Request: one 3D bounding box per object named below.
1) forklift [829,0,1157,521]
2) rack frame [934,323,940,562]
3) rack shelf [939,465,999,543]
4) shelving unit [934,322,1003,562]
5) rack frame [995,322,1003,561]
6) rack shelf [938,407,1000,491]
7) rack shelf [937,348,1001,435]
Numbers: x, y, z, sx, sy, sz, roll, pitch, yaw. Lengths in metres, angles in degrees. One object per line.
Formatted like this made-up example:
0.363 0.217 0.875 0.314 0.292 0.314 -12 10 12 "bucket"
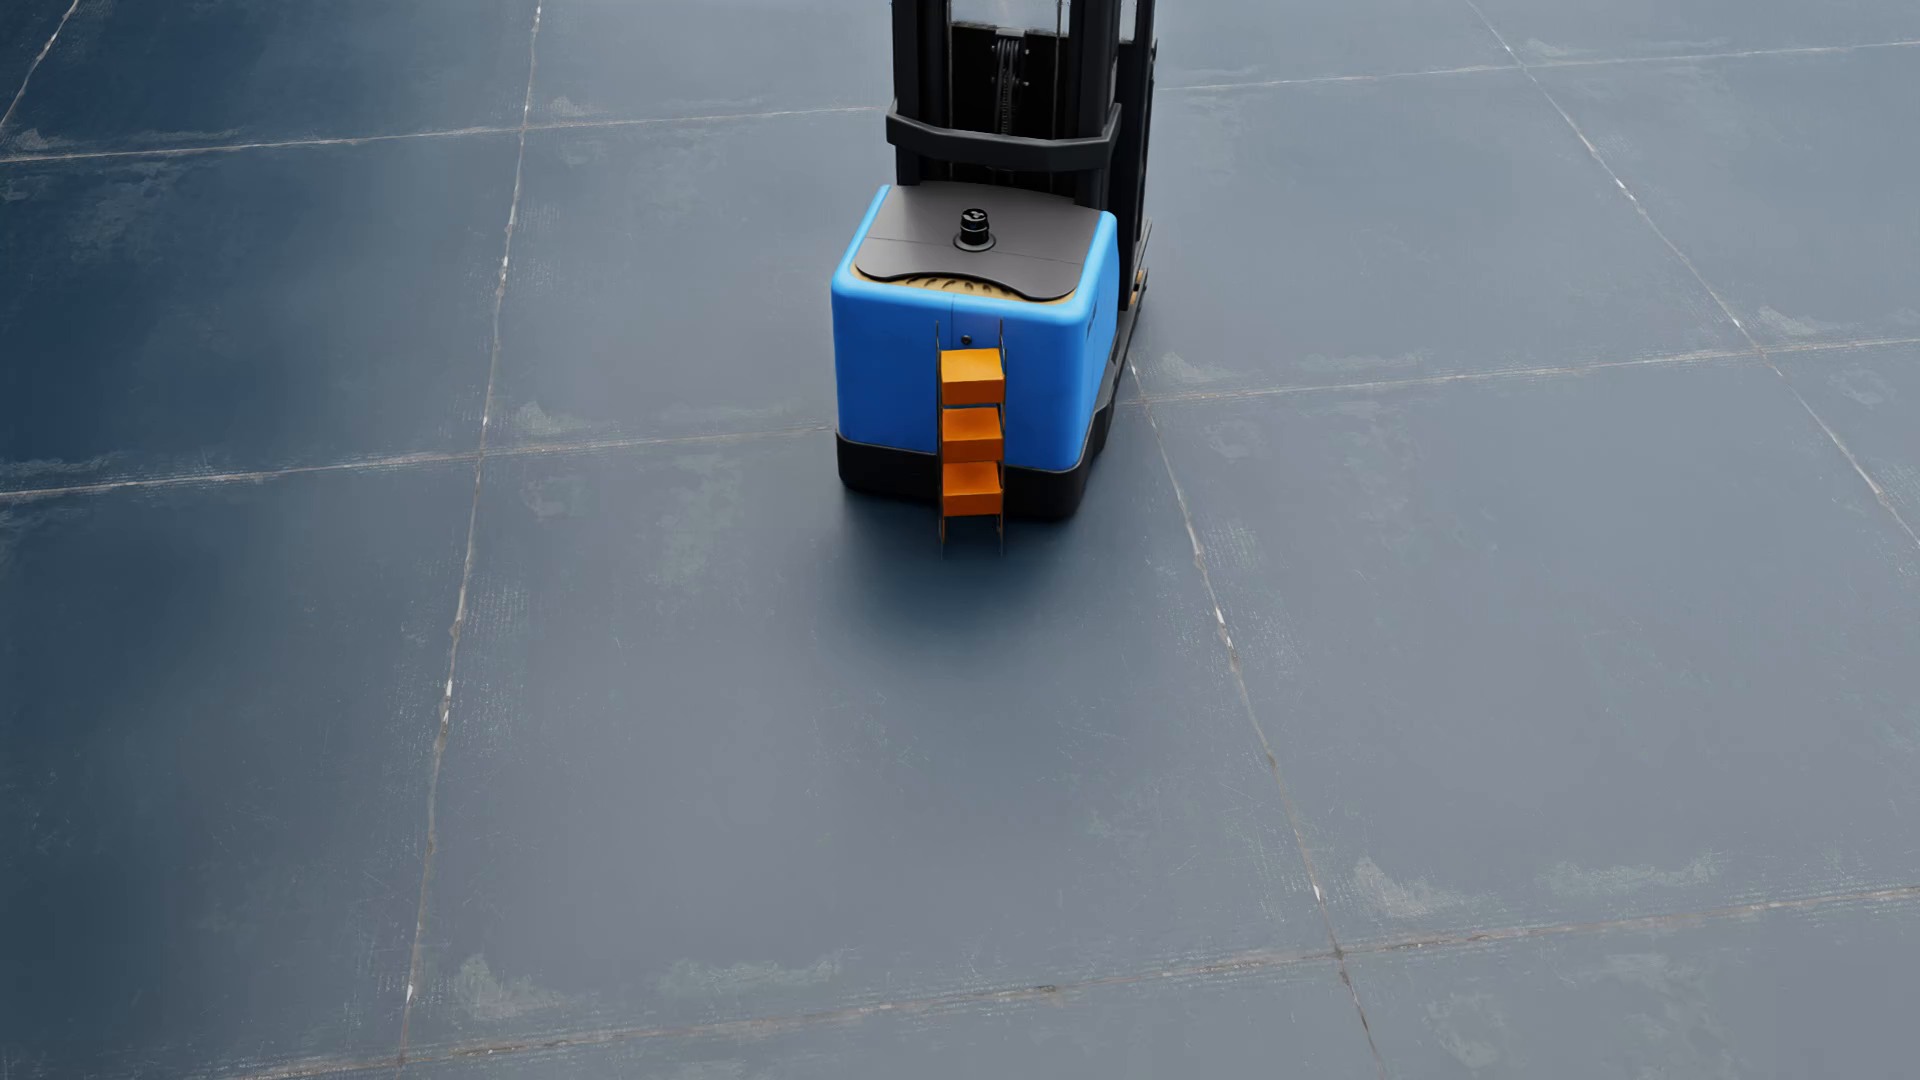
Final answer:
0.306 -2.167 7.161 1.130 2.935 3.031 9 43 10 "forklift"
-0.090 -0.365 6.568 0.008 1.050 0.200 -1 42 -1 "rack frame"
0.032 -0.154 6.764 0.240 0.259 0.215 -1 42 -1 "rack shelf"
0.032 -0.368 6.571 0.252 1.050 0.215 -1 42 -1 "shelving unit"
0.154 -0.370 6.574 0.008 1.050 0.200 -1 42 -1 "rack frame"
0.032 -0.360 6.578 0.240 0.259 0.215 -1 42 -1 "rack shelf"
0.032 -0.571 6.388 0.240 0.259 0.215 -1 42 -1 "rack shelf"
